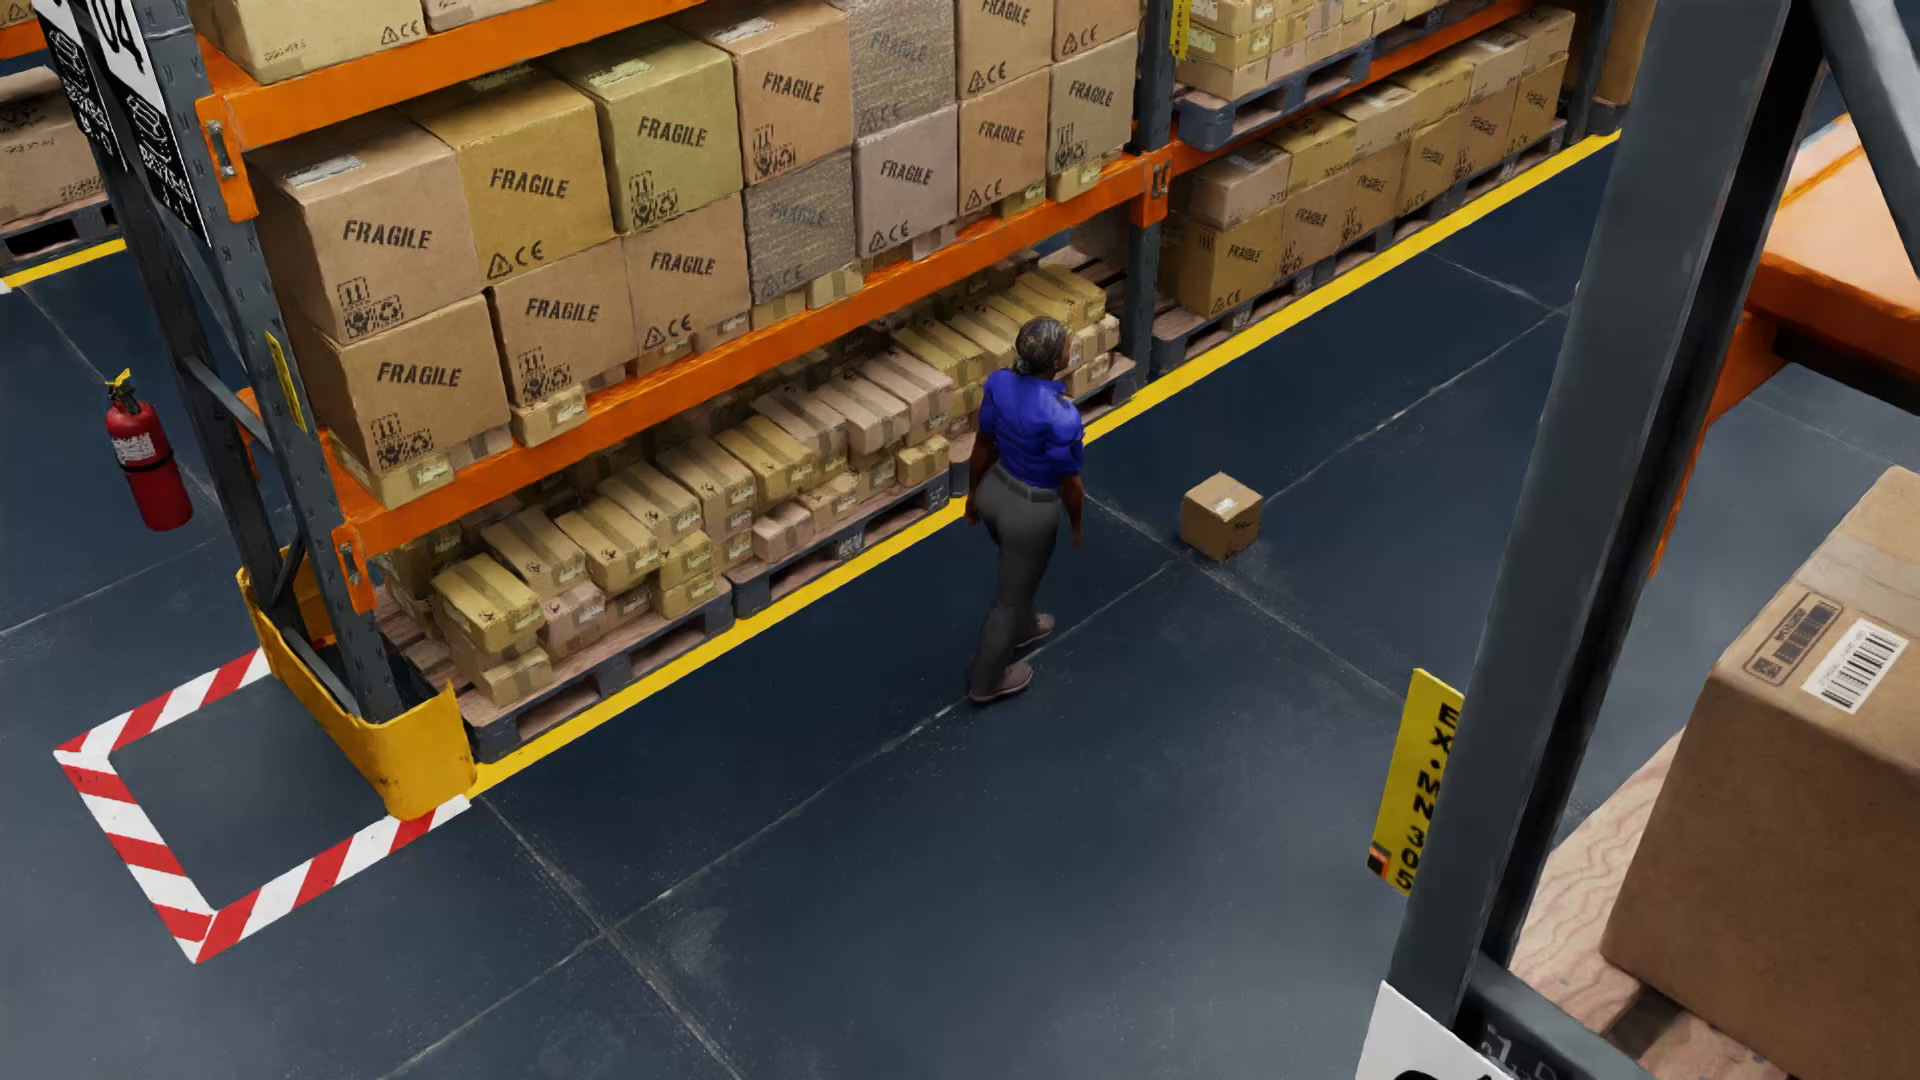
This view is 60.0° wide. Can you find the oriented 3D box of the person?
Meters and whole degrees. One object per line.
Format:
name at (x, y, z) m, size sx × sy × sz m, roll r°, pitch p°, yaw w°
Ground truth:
person at (0.252, -0.102, 6.295) m, size 0.593 × 1.676 × 0.458 m, roll -27°, pitch 47°, yaw -28°
